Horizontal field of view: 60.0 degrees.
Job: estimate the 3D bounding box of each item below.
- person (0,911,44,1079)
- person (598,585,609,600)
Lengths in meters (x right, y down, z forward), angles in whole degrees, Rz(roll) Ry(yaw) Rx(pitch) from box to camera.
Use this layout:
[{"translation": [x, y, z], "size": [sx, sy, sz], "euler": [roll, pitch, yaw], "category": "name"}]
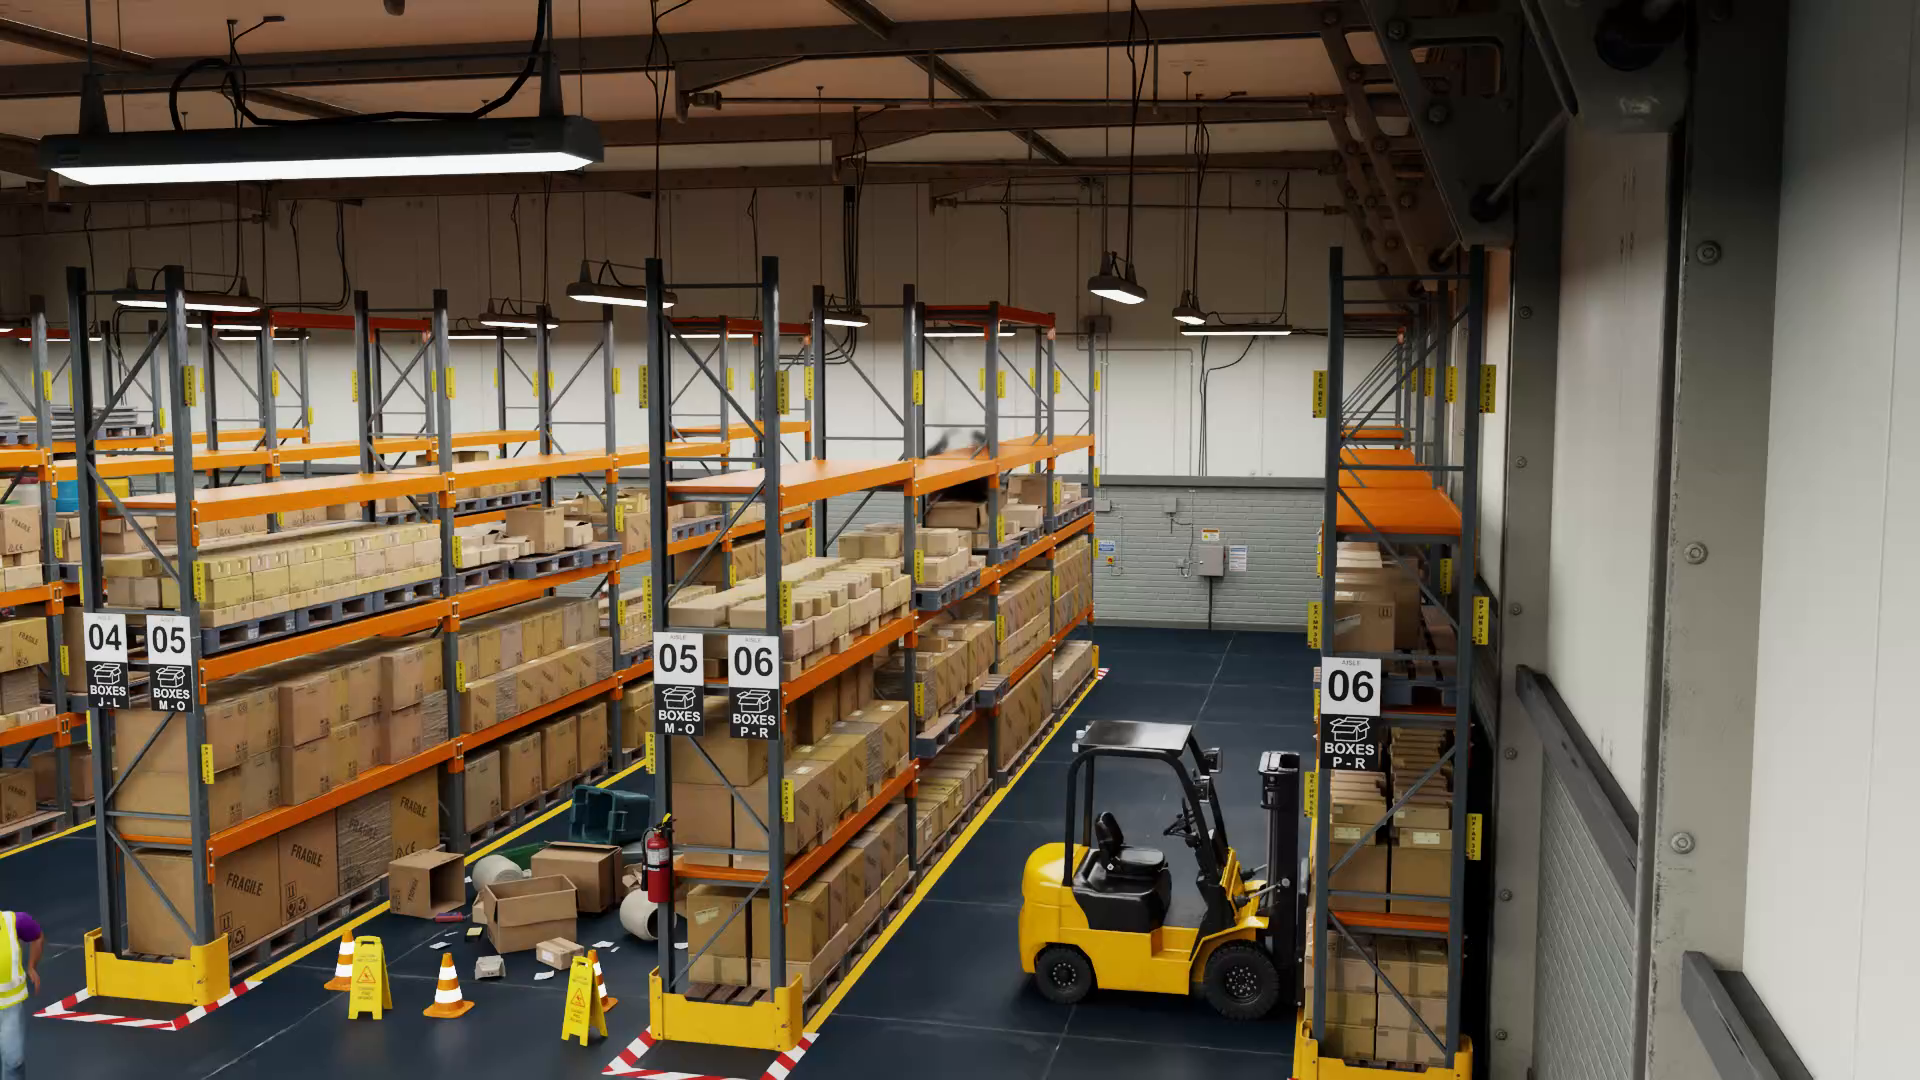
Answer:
[{"translation": [-6.516, 3.170, 11.182], "size": [0.672, 1.824, 0.762], "euler": [-3, 7, -30], "category": "person"}, {"translation": [-5.576, 1.607, 26.393], "size": [0.638, 1.796, 0.924], "euler": [2, 6, 22], "category": "person"}]
